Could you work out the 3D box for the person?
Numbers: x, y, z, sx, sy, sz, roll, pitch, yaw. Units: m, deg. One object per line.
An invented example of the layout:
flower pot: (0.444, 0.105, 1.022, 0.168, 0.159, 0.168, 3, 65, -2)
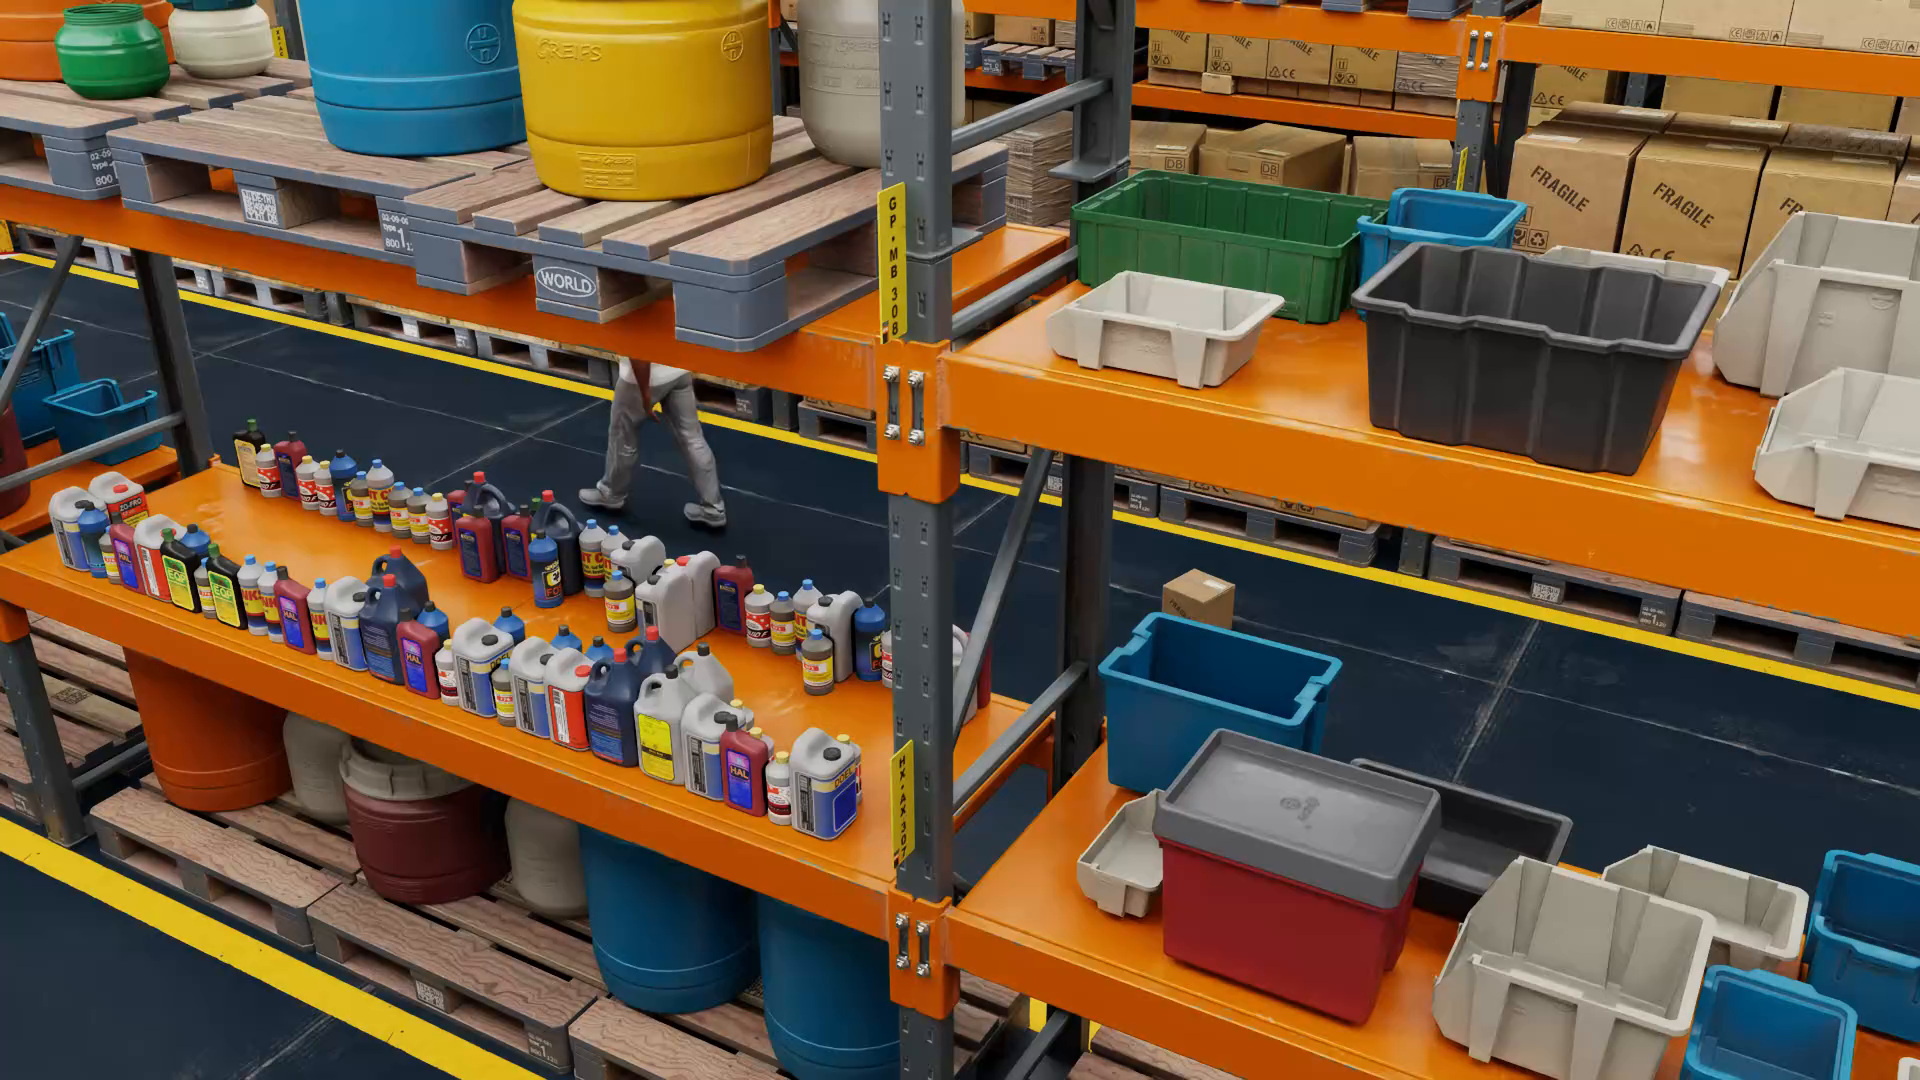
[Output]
person: (-1.688, -0.939, 8.951, 0.967, 1.715, 0.566, 19, 32, 33)
